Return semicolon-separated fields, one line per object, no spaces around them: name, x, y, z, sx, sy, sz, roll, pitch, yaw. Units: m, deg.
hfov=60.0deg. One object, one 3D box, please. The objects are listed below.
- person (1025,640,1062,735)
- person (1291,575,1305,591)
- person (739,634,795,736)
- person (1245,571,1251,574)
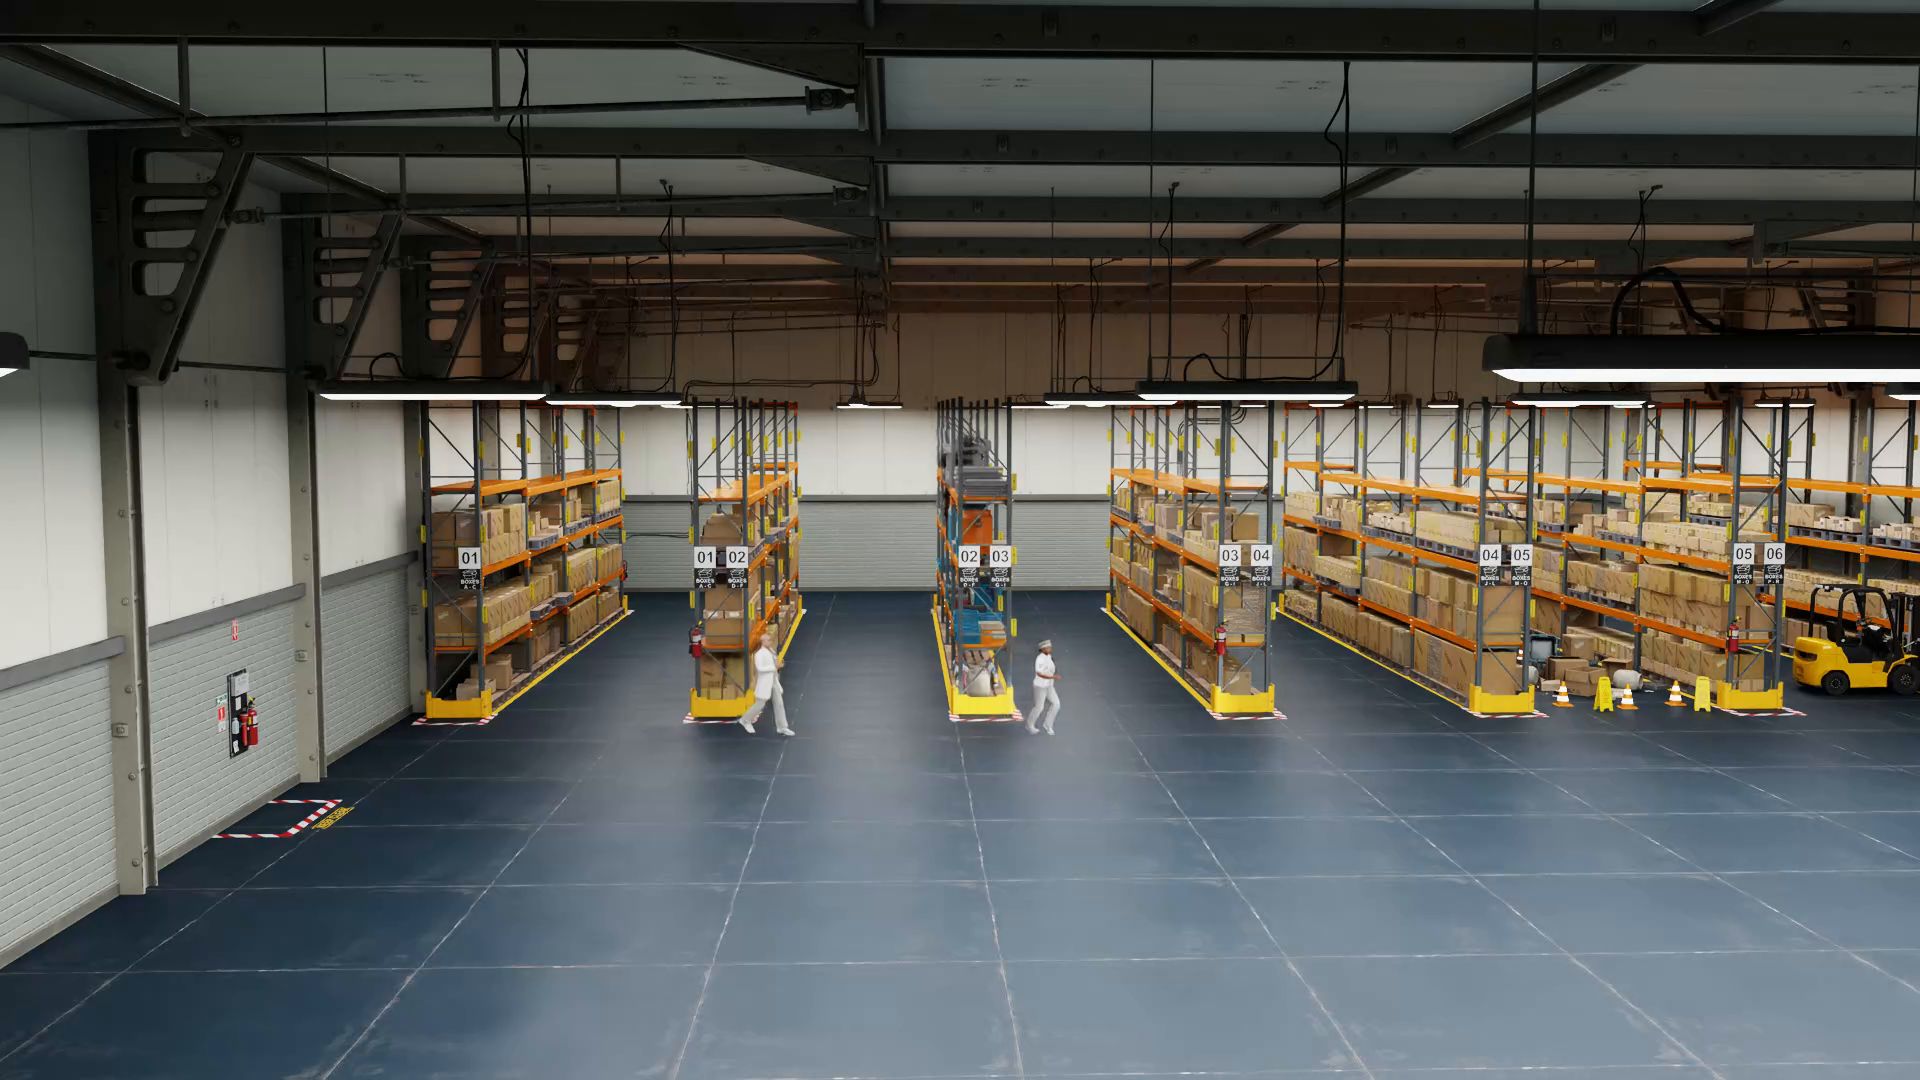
person;1.511;2.625;29.459;0.729;1.754;0.595;3;5;33
person;10.037;1.086;48.908;0.600;1.744;0.711;0;4;0
person;-3.395;2.542;29.294;1.058;1.776;0.707;2;5;27
person;7.995;1.311;46.687;0.648;1.608;0.853;0;4;3
